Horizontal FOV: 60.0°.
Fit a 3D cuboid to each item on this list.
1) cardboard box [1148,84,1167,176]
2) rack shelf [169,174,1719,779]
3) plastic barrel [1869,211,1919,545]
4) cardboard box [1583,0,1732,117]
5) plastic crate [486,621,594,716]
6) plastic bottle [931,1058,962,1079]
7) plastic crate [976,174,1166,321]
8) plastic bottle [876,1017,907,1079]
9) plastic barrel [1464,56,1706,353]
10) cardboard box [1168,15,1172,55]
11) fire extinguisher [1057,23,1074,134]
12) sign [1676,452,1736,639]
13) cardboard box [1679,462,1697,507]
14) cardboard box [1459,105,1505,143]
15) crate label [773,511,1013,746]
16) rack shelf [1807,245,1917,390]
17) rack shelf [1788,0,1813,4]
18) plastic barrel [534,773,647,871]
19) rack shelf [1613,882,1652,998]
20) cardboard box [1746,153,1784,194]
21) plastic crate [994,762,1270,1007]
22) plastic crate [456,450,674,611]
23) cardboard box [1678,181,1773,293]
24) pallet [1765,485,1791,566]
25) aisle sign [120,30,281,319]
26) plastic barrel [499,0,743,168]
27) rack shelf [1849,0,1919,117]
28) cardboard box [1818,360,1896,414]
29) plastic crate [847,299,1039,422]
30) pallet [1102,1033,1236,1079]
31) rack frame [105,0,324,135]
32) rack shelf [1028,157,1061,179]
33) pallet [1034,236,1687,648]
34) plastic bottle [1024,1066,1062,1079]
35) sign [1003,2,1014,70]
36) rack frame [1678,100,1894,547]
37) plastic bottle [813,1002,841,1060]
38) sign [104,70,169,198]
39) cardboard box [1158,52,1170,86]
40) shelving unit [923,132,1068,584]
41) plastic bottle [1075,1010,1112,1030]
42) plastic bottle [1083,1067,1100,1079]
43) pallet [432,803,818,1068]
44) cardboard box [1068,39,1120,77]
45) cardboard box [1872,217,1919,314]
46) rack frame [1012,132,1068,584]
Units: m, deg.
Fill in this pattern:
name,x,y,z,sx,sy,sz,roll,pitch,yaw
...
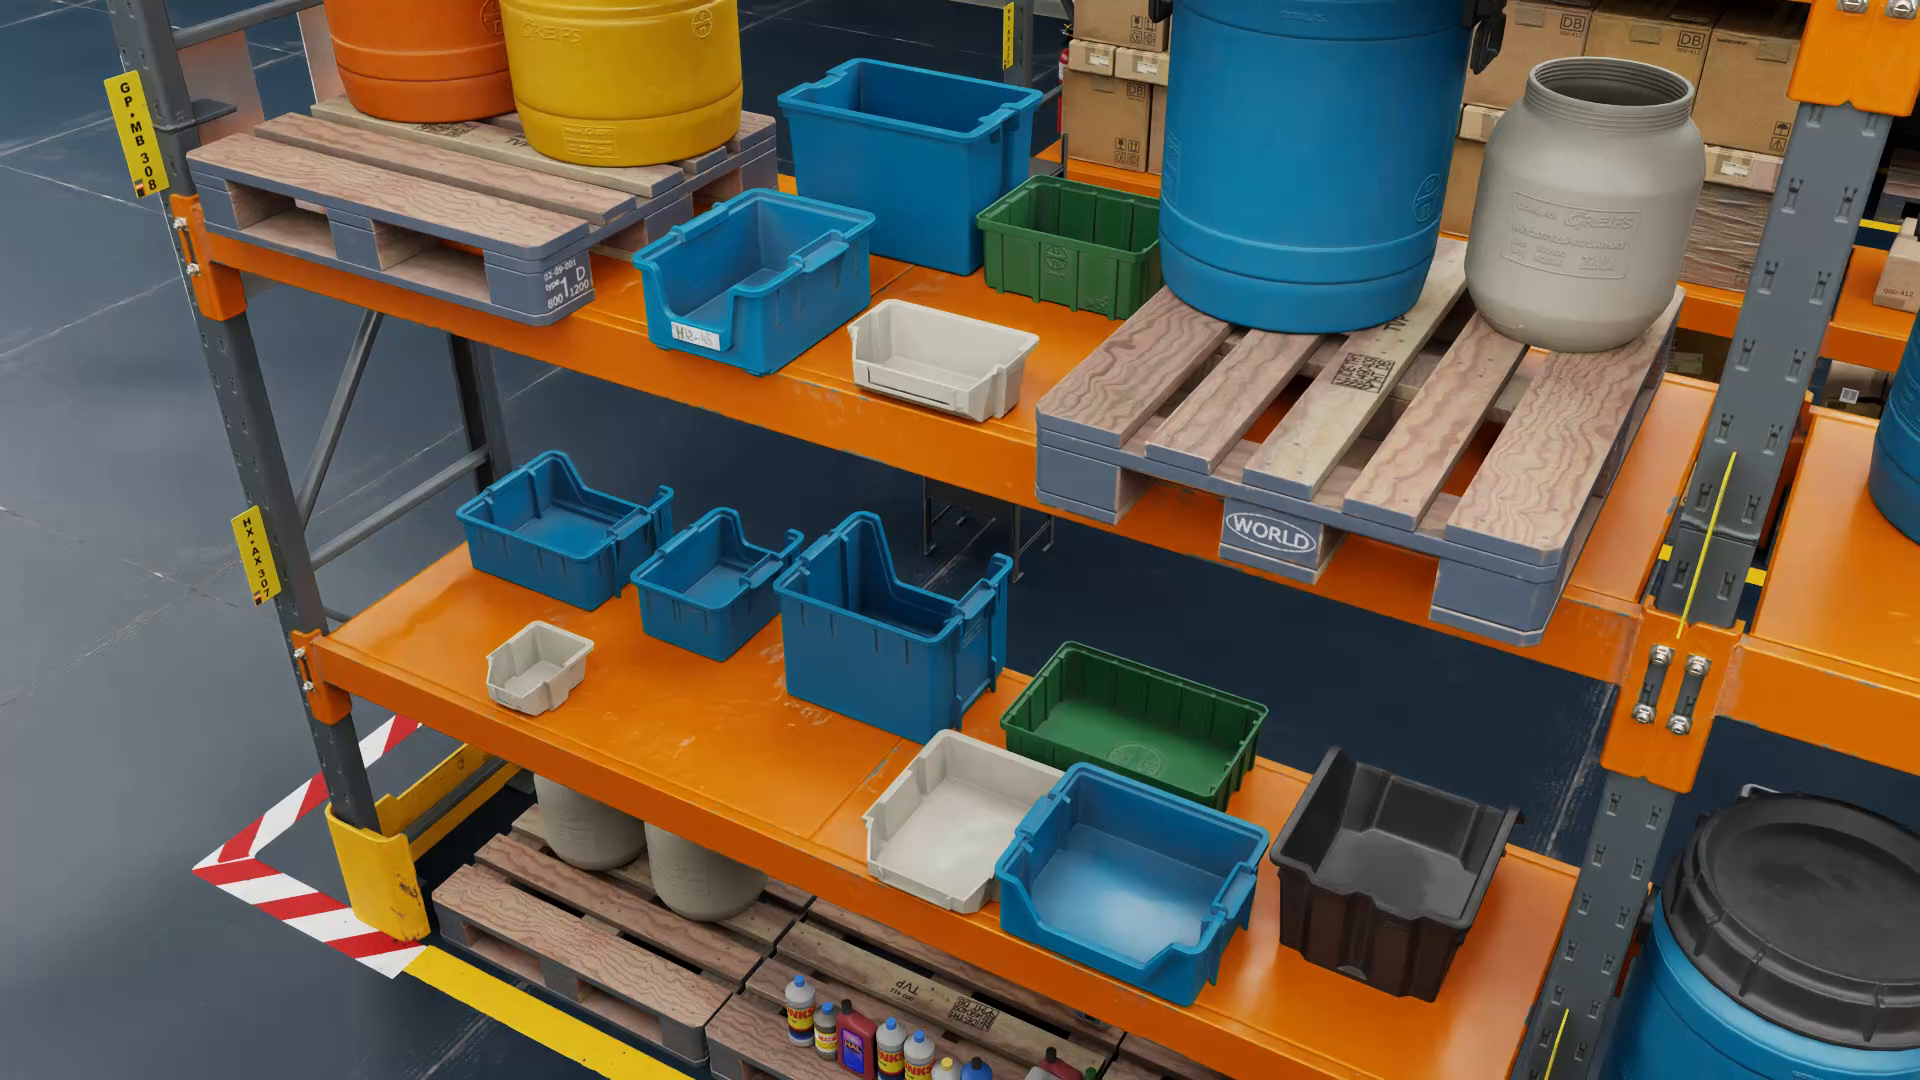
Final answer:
name,x,y,z,sx,sy,sz,roll,pitch,yaw
cardboard box,1.389,-2.245,8.825,0.500,0.500,0.700,19,38,26
rack shelf,-0.193,-0.497,4.232,4.000,0.370,1.077,18,37,24
plastic barrel,2.092,-0.419,3.015,0.708,0.901,0.600,18,37,24
cardboard box,3.176,-2.219,7.615,0.500,0.500,0.700,17,37,24
plastic crate,-1.312,0.413,5.161,0.250,0.136,0.298,18,37,24
plastic bottle,-0.040,1.682,5.146,0.097,0.201,0.097,0,34,0
plastic crate,0.308,-0.723,4.114,0.450,0.188,0.336,18,37,24
plastic bottle,-0.213,1.598,5.209,0.097,0.271,0.097,0,34,0
plastic barrel,1.267,-0.680,3.379,0.421,0.512,0.421,0,34,0
cardboard box,1.436,-2.771,8.444,0.500,0.500,0.700,17,37,23
fire extinguisher,0.659,-2.704,9.674,0.183,0.674,0.296,18,37,24
sign,1.261,0.012,2.811,0.005,0.325,0.100,18,37,24
cardboard box,3.493,-0.433,8.295,0.500,0.250,0.500,18,37,24
cardboard box,2.560,-2.013,7.892,0.250,0.149,0.380,19,38,26
crate label,-0.197,0.264,5.116,0.616,0.435,0.502,18,37,24
rack shelf,5.741,-0.531,6.990,4.000,0.370,1.077,18,37,24
rack shelf,2.268,-2.879,7.810,4.000,0.370,1.077,18,37,24
plastic barrel,-1.320,0.907,6.047,0.421,0.512,0.421,0,34,0
rack shelf,3.280,1.852,3.411,4.000,0.370,1.077,18,37,24
cardboard box,3.662,-1.663,7.366,0.250,0.149,0.380,18,37,24
plastic crate,0.448,0.891,4.340,0.616,0.251,0.499,18,37,24
plastic crate,-1.347,-0.042,5.741,0.616,0.251,0.499,18,37,24
cardboard box,3.616,-1.541,7.767,0.500,0.500,0.700,17,37,23
pallet,4.663,-0.036,8.113,1.213,0.211,1.003,18,37,24
aisle sign,-2.138,-1.058,4.788,0.004,0.787,0.394,18,37,24
plastic barrel,-0.877,-1.347,4.311,0.600,0.588,0.600,0,34,0
rack shelf,3.280,-0.478,1.860,4.000,0.370,1.077,18,37,24
cardboard box,4.498,-0.670,8.146,0.500,0.311,0.500,18,37,24
plastic crate,-0.051,-0.383,3.650,0.396,0.136,0.243,18,37,24
pallet,0.981,1.958,5.118,1.213,0.211,1.003,18,37,24
rack frame,-1.930,-2.594,4.027,0.127,3.000,1.000,18,37,24
rack shelf,0.144,-1.400,7.219,0.480,0.518,0.431,18,37,24
pallet,0.868,-0.319,3.486,1.003,0.211,1.213,18,37,24
plastic bottle,0.255,1.727,5.011,0.135,0.276,0.152,18,38,25
sign,0.251,-2.608,8.608,0.005,0.325,0.100,18,37,24
rack frame,1.543,-1.494,2.375,0.127,3.000,1.000,18,37,24
plastic bottle,-0.420,1.561,5.327,0.097,0.201,0.097,0,34,0
sign,-2.206,-1.086,4.460,0.005,0.325,0.100,18,37,24
cardboard box,1.212,-2.440,8.532,0.250,0.149,0.380,18,38,25
shelving unit,0.144,-0.828,7.600,0.503,2.100,0.431,18,37,24
plastic bottle,0.464,1.441,5.440,0.135,0.276,0.152,18,37,24
plastic bottle,0.423,1.714,5.024,0.133,0.283,0.061,18,37,24
pallet,-1.138,1.287,6.126,1.213,0.211,1.003,18,37,24
cardboard box,0.765,-2.580,8.743,0.250,0.149,0.380,17,37,24
cardboard box,4.453,-1.203,7.486,0.500,0.250,0.500,20,39,27
rack frame,0.356,-0.761,7.499,0.015,2.100,0.400,18,37,24
